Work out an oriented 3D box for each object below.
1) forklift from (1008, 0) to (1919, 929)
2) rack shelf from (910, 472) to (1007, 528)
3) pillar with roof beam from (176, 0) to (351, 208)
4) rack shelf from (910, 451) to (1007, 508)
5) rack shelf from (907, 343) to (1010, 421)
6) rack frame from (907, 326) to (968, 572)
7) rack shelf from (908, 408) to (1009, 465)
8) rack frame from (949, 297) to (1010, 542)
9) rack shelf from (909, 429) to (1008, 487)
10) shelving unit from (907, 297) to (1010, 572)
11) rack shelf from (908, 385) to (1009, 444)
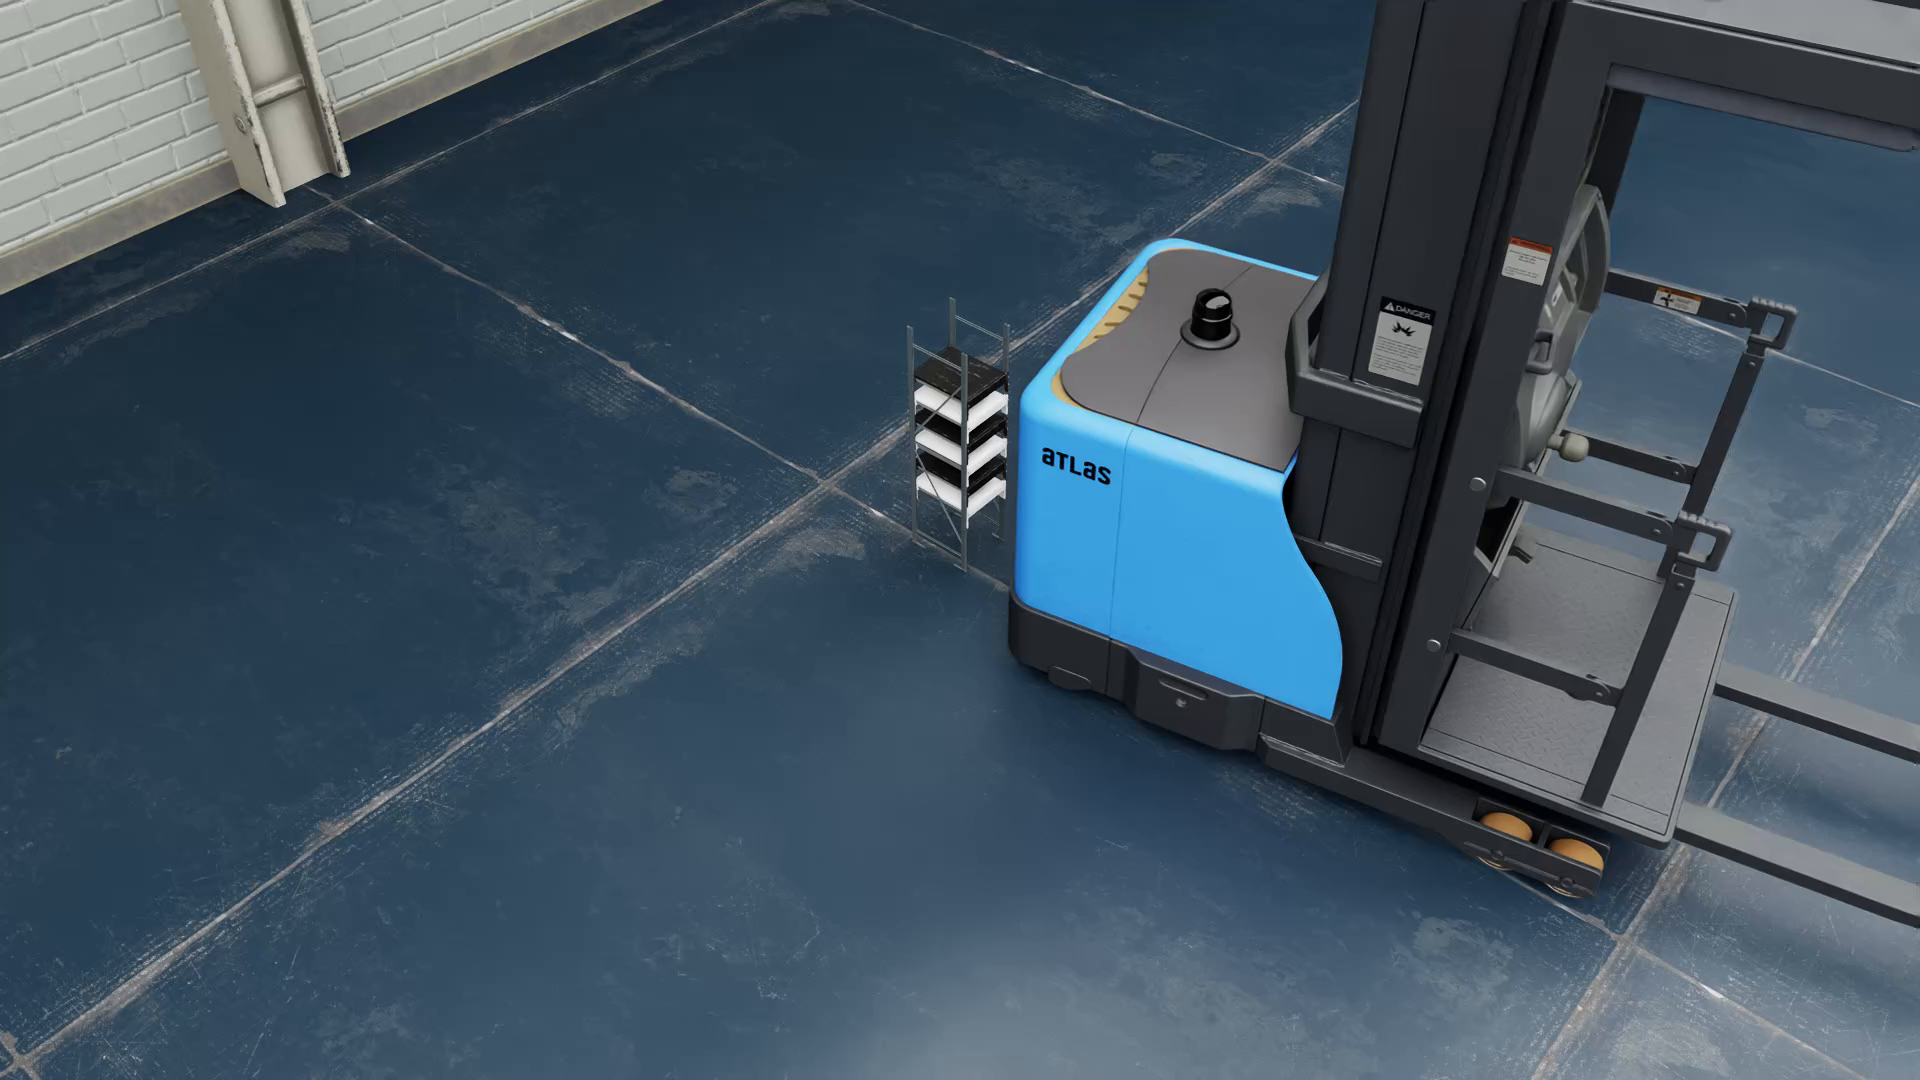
[{"bbox_3d":[1.695,-0.499,4.120,3.031,2.935,1.130,20,46,21],"label":"forklift"},{"bbox_3d":[-0.005,-0.171,5.586,0.258,0.077,0.200,29,50,28],"label":"rack shelf"},{"bbox_3d":[0.274,-3.104,2.475,9.100,9.000,0.400,29,50,28],"label":"pillar with roof beam"},{"bbox_3d":[-0.005,-0.238,5.526,0.258,0.077,0.200,29,50,28],"label":"rack shelf"},{"bbox_3d":[-0.005,-0.504,5.283,0.258,0.077,0.200,29,50,28],"label":"rack shelf"},{"bbox_3d":[-0.071,-0.276,5.385,0.240,0.900,0.006,29,50,28],"label":"rack frame"},{"bbox_3d":[-0.005,-0.371,5.405,0.258,0.077,0.200,29,50,28],"label":"rack shelf"},{"bbox_3d":[0.060,-0.381,5.500,0.240,0.900,0.006,29,50,28],"label":"rack frame"},{"bbox_3d":[-0.005,-0.304,5.465,0.258,0.077,0.200,29,50,28],"label":"rack shelf"},{"bbox_3d":[-0.005,-0.329,5.443,0.258,0.900,0.210,29,50,28],"label":"shelving unit"},{"bbox_3d":[-0.005,-0.437,5.344,0.258,0.077,0.200,29,50,28],"label":"rack shelf"}]
